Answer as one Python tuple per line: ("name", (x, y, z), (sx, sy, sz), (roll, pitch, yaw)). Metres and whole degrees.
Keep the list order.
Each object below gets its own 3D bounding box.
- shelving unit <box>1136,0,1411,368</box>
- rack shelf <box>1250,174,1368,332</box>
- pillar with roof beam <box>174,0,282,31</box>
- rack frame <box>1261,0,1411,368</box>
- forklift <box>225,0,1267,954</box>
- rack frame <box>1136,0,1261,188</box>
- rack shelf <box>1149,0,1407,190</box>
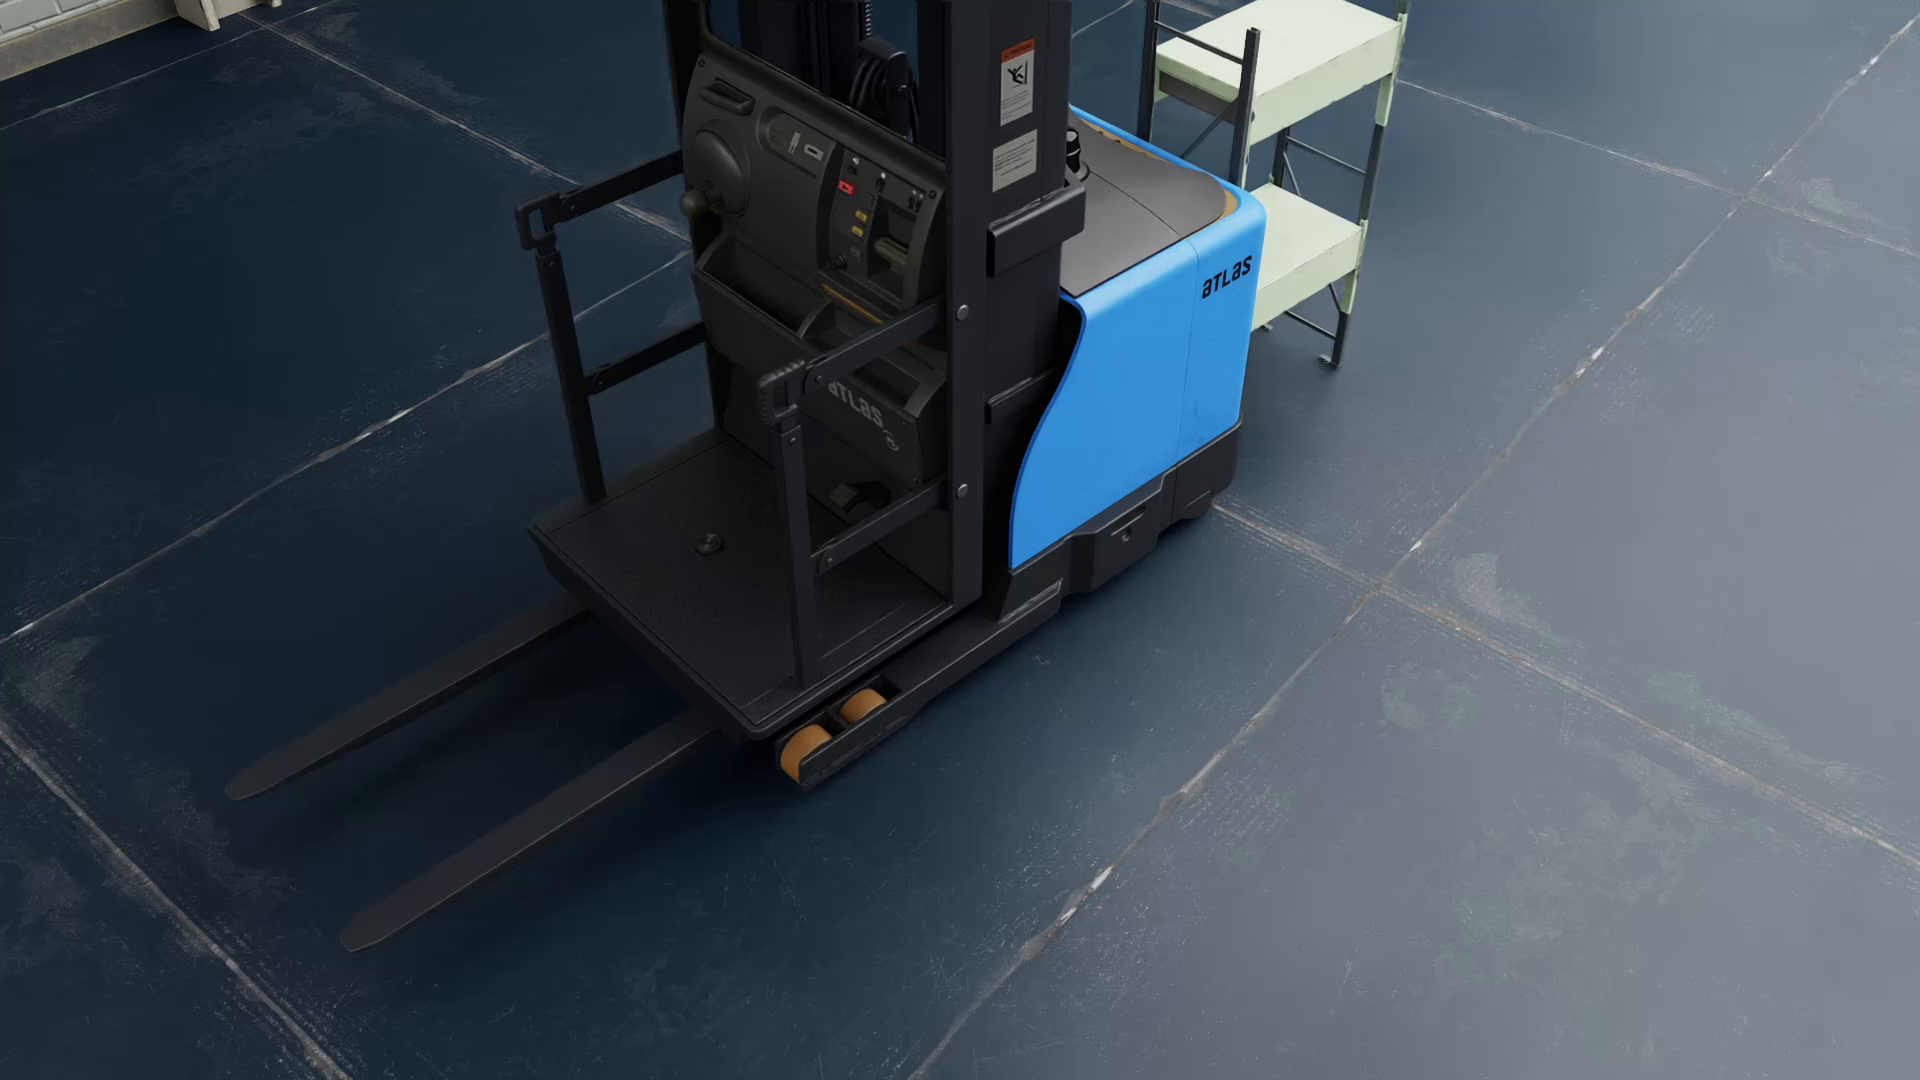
("shelving unit", (0.950, -1.101, 5.347), (0.755, 1.500, 0.431), (-32, 51, -30))
("rack shelf", (0.950, -0.860, 5.566), (0.720, 0.370, 0.431), (-32, 51, -30))
("pillar with roof beam", (-0.263, -4.053, 3.018), (9.100, 9.000, 0.400), (29, 50, 28))
("rack frame", (1.218, -1.269, 5.531), (0.023, 1.500, 0.400), (-32, 51, -30))
("forklift", (-0.533, -0.815, 3.968), (3.031, 2.935, 1.130), (-32, 51, -30))
("rack frame", (0.681, -0.934, 5.163), (0.023, 1.500, 0.400), (-32, 51, -30))
("rack shelf", (0.950, -1.390, 5.084), (0.720, 0.370, 0.431), (-32, 51, -30))
